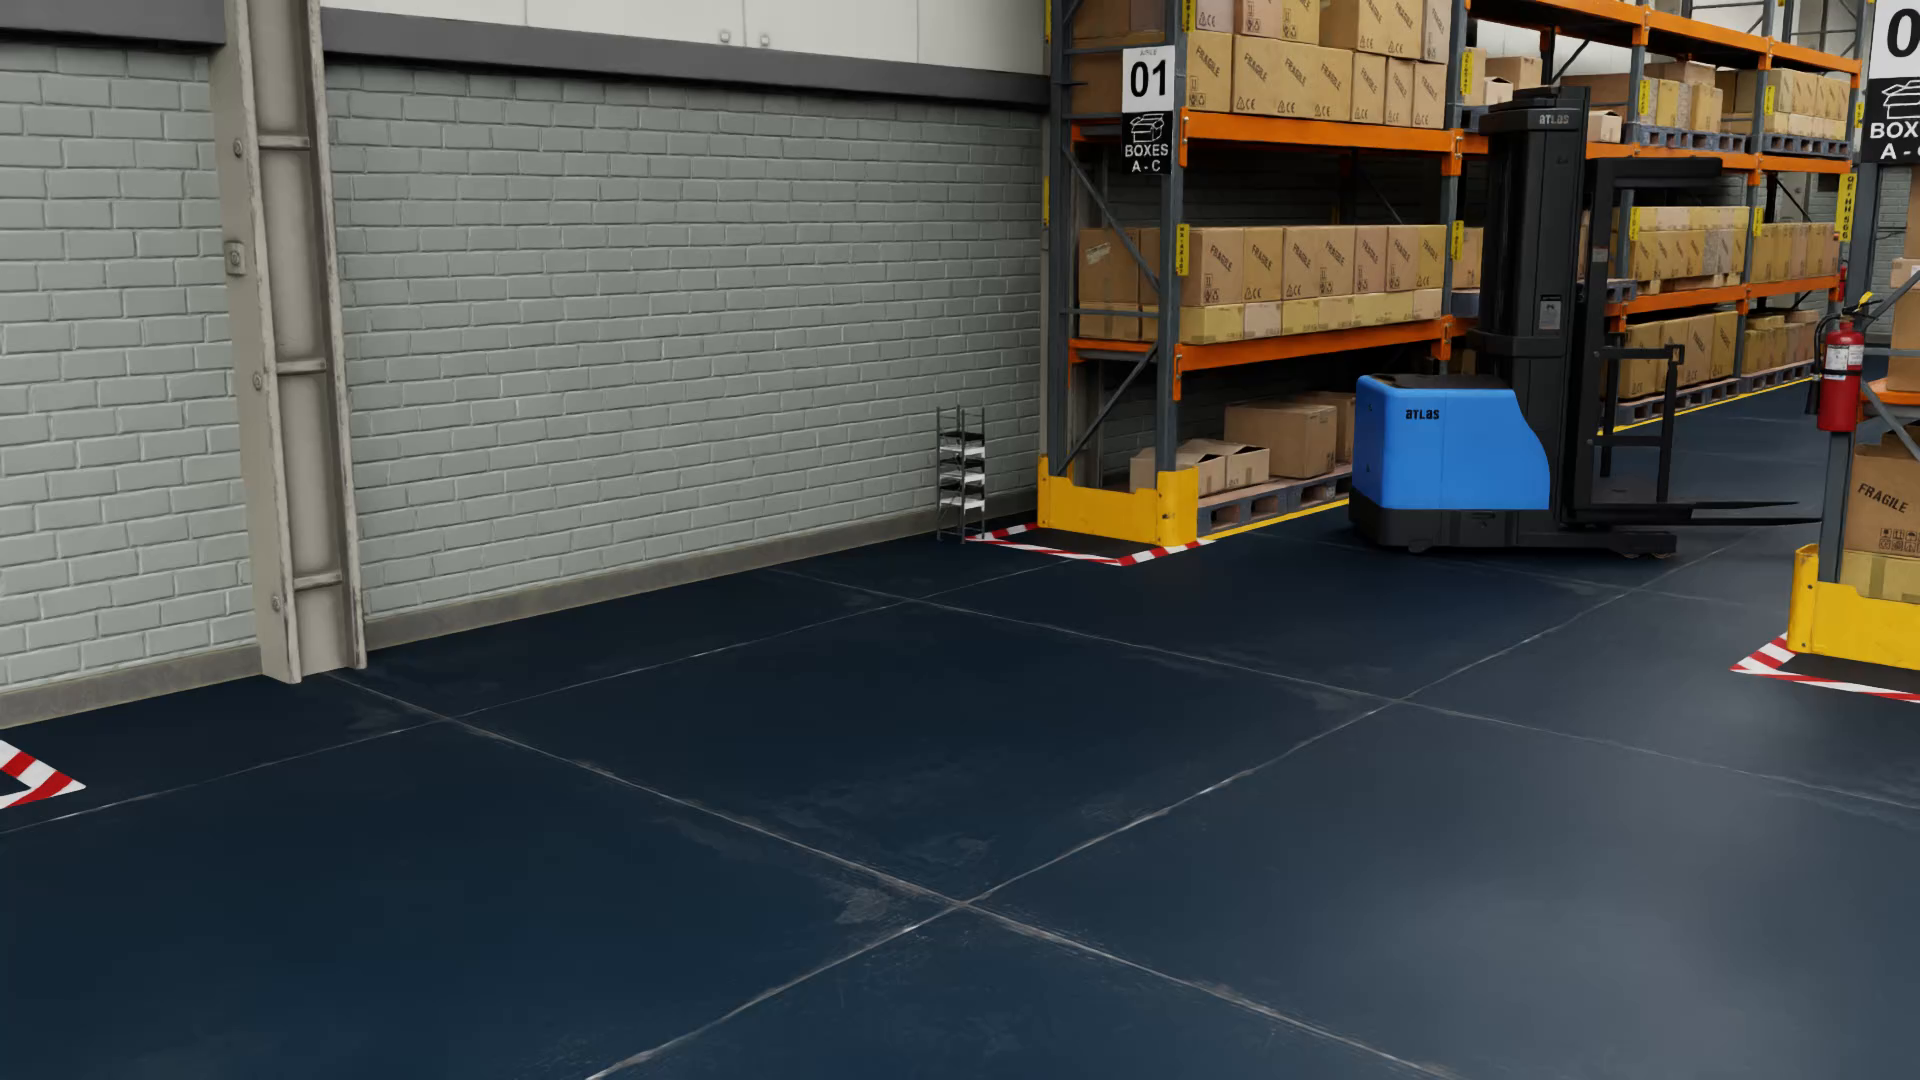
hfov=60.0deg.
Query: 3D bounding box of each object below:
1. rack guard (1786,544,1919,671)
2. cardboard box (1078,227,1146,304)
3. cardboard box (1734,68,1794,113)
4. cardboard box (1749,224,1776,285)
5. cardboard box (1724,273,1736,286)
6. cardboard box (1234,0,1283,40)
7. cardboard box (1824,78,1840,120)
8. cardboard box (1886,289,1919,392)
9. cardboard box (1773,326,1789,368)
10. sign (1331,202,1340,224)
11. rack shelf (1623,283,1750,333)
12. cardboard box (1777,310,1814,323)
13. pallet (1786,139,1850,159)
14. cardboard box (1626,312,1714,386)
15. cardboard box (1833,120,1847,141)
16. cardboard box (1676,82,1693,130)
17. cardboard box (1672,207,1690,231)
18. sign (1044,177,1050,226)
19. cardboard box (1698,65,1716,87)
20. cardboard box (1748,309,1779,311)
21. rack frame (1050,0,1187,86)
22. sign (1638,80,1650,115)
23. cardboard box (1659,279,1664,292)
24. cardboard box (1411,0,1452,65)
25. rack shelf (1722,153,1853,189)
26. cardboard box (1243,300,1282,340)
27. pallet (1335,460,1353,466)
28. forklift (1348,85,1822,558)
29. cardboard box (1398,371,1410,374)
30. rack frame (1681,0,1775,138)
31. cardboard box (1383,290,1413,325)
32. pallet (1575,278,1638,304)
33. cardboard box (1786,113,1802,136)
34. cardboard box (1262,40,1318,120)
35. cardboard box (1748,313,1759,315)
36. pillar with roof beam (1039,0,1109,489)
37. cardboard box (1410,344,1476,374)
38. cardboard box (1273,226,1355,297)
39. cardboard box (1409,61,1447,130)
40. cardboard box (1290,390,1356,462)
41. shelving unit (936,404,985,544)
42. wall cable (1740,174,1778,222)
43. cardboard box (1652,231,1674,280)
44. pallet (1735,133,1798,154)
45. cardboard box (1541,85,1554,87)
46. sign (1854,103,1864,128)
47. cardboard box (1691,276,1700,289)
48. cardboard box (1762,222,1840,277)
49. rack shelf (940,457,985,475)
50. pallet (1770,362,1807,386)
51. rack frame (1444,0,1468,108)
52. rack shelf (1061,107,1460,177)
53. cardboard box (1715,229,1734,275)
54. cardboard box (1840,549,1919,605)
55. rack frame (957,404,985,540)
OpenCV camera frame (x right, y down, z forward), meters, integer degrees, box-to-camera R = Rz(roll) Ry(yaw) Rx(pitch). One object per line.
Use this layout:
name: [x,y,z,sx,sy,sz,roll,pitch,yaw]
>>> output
rack guard: [4.726,0.360,8.134,1.175,0.500,0.348,10,15,40]
cardboard box: [1.169,-1.910,11.535,0.500,0.500,0.500,10,15,40]
cardboard box: [9.620,-5.364,19.890,0.500,0.500,0.500,10,15,40]
cardboard box: [9.310,-3.500,20.310,0.980,0.700,0.700,10,15,41]
cardboard box: [8.780,-3.035,19.339,0.380,0.149,0.250,10,15,41]
cardboard box: [1.824,-3.622,11.171,0.500,0.500,0.500,10,15,40]
cardboard box: [10.963,-5.668,21.416,0.500,0.500,0.500,10,15,42]
cardboard box: [5.059,-0.986,8.233,0.700,0.500,0.500,10,15,40]
cardboard box: [10.184,-2.501,21.383,0.700,0.500,0.500,10,15,42]
sign: [3.239,-2.737,14.300,0.100,0.325,0.005,10,15,40]
rack shelf: [7.619,-2.628,18.547,1.077,0.370,4.000,10,15,40]
cardboard box: [11.077,-2.966,22.055,0.380,0.149,0.250,10,15,42]
pallet: [11.098,-5.181,22.058,1.003,0.211,1.213,10,15,40]
cardboard box: [8.023,-2.183,18.900,0.750,0.750,0.750,10,15,42]
cardboard box: [11.296,-5.374,21.855,0.500,0.250,0.500,10,15,42]
cardboard box: [7.578,-4.740,18.247,0.700,0.500,0.500,10,15,40]
cardboard box: [7.473,-3.446,17.824,0.500,0.250,0.500,10,15,41]
sign: [0.614,-2.307,11.340,0.100,0.325,0.005,10,15,40]
cardboard box: [8.260,-5.266,18.967,0.500,0.250,0.500,-11,16,-43]
cardboard box: [10.791,-3.016,22.304,0.380,0.149,0.250,10,15,40]
rack frame: [1.018,-4.451,10.523,1.000,3.000,0.127,10,15,40]
sign: [6.705,-4.341,16.306,0.100,0.325,0.005,10,15,40]
cardboard box: [7.340,-2.748,17.902,0.380,0.149,0.250,10,15,42]
cardboard box: [3.531,-4.009,13.109,0.500,0.500,0.500,8,14,36]
rack shelf: [10.259,-4.687,21.200,1.077,0.370,4.000,10,15,40]
cardboard box: [1.911,-1.555,11.669,0.500,0.250,0.500,9,15,39]
pallet: [3.242,-0.627,13.813,1.003,0.211,1.213,10,15,40]
forklift: [4.210,-1.425,10.862,3.031,2.935,1.130,0,11,1]
cardboard box: [4.435,-1.281,15.225,0.700,0.500,0.500,9,15,39]
rack frame: [8.939,-6.217,19.363,1.000,3.000,0.127,10,15,40]
cardboard box: [3.238,-1.853,13.163,0.500,0.250,0.500,10,15,41]
pallet: [5.908,-2.474,16.429,1.213,0.211,1.003,10,15,40]
cardboard box: [9.940,-5.068,20.325,0.500,0.250,0.500,9,15,39]
cardboard box: [2.148,-3.208,11.647,0.500,0.500,0.500,11,16,43]
cardboard box: [10.122,-2.866,21.557,0.380,0.149,0.250,9,15,39]
pillar with roof beam: [4.064,-4.110,8.812,9.100,9.000,0.400,10,15,40]
cardboard box: [4.420,-1.631,15.065,0.500,0.250,0.500,9,15,39]
cardboard box: [2.570,-2.069,12.329,0.500,0.500,0.500,10,15,42]
cardboard box: [3.509,-3.521,13.218,0.500,0.500,0.500,10,15,42]
cardboard box: [3.003,-0.930,13.469,0.500,0.500,0.500,8,14,36]
shelving unit: [0.005,-0.443,11.129,0.258,0.900,0.210,10,15,40]
wall cable: [11.714,-4.672,24.353,0.084,1.984,1.851,10,15,40]
cardboard box: [7.164,-3.005,17.535,0.500,0.500,0.500,10,15,42]
pallet: [9.487,-4.822,20.261,1.003,0.211,1.213,10,15,40]
cardboard box: [5.373,-4.039,15.803,0.637,0.503,0.797,-10,15,-40]
sign: [11.978,-5.658,22.162,0.100,0.325,0.005,10,15,40]
cardboard box: [8.057,-2.894,18.633,0.380,0.149,0.250,9,15,39]
cardboard box: [11.251,-3.934,22.485,0.980,0.700,0.700,11,16,43]
rack shelf: [0.005,-0.498,11.118,0.258,0.077,0.200,10,15,40]
pallet: [10.305,-2.190,21.636,1.003,0.211,1.213,10,15,40]
rack frame: [3.658,-5.040,13.470,1.000,3.000,0.127,10,15,40]
rack shelf: [2.338,-2.922,12.361,1.077,0.370,4.000,10,15,40]
cardboard box: [8.495,-3.303,19.024,0.500,0.500,0.500,10,15,41]
cardboard box: [4.873,0.156,8.721,0.500,0.250,0.500,10,15,40]
rack frame: [0.072,-0.458,11.204,0.240,0.900,0.006,10,15,40]
